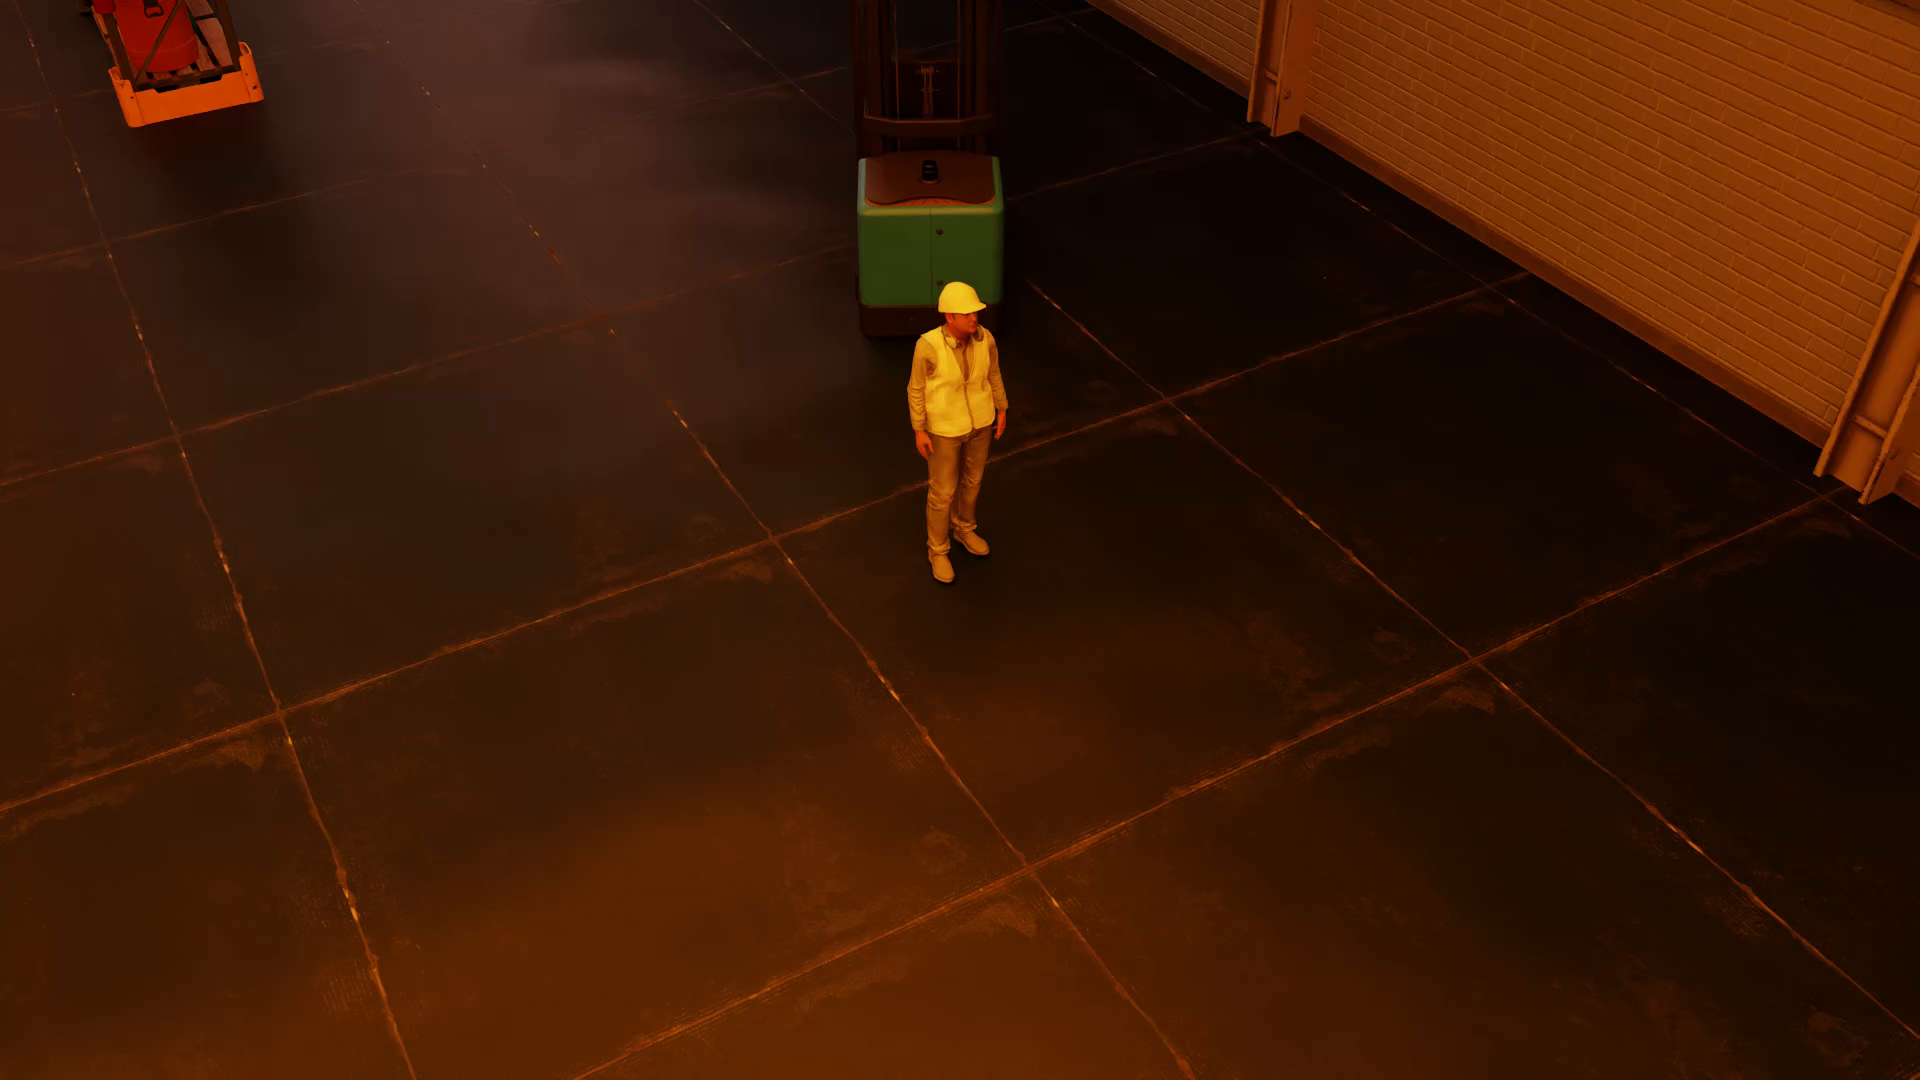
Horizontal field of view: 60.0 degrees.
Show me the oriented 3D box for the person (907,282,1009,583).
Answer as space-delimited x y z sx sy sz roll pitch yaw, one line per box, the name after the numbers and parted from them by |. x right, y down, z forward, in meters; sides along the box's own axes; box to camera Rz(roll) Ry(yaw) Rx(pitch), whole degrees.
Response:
0.025 -0.651 9.716 0.634 1.775 0.566 -20 44 -23 | person

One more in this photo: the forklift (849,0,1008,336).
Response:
-0.245 -3.520 12.280 1.130 2.935 3.031 -1 40 -1 | forklift
